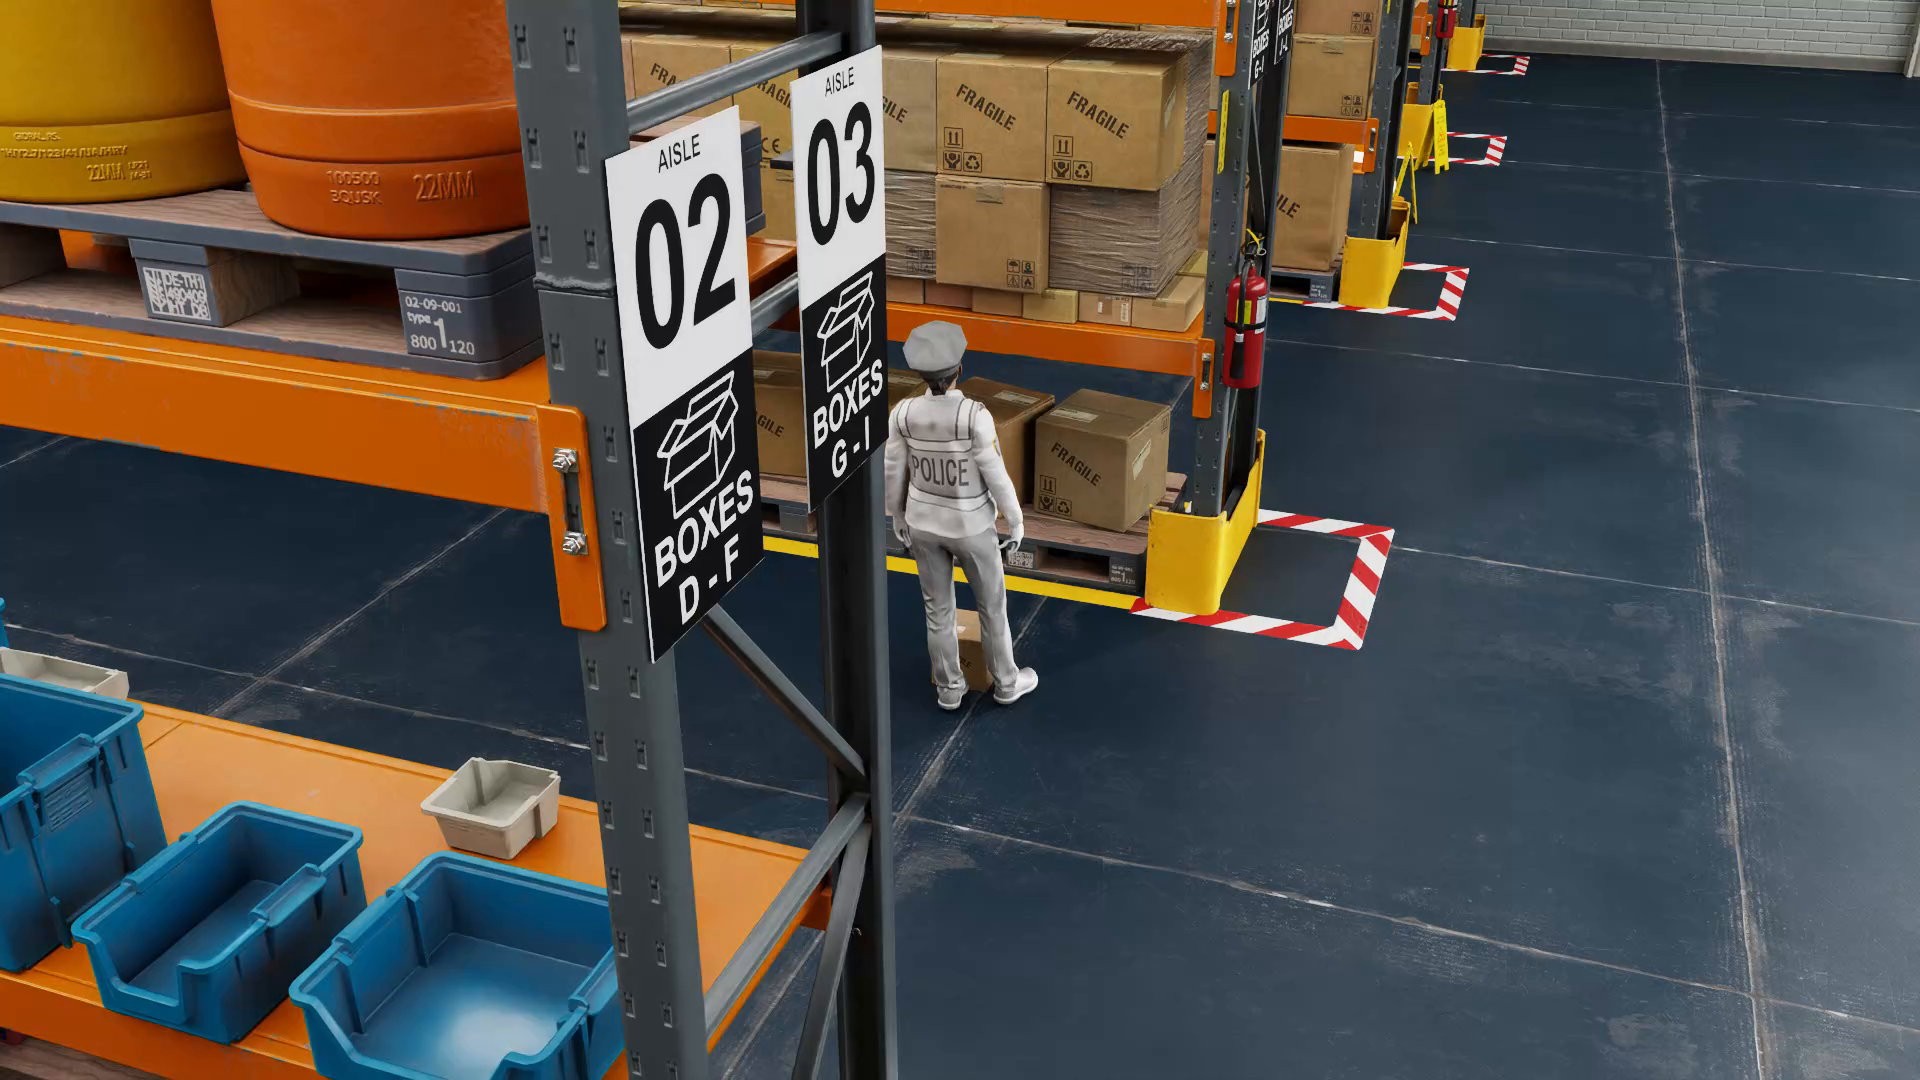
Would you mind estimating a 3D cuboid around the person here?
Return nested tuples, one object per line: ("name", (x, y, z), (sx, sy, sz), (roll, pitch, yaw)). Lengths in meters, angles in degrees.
("person", (-0.008, -0.090, 6.739), (0.588, 1.697, 0.533), (9, 27, 18))
